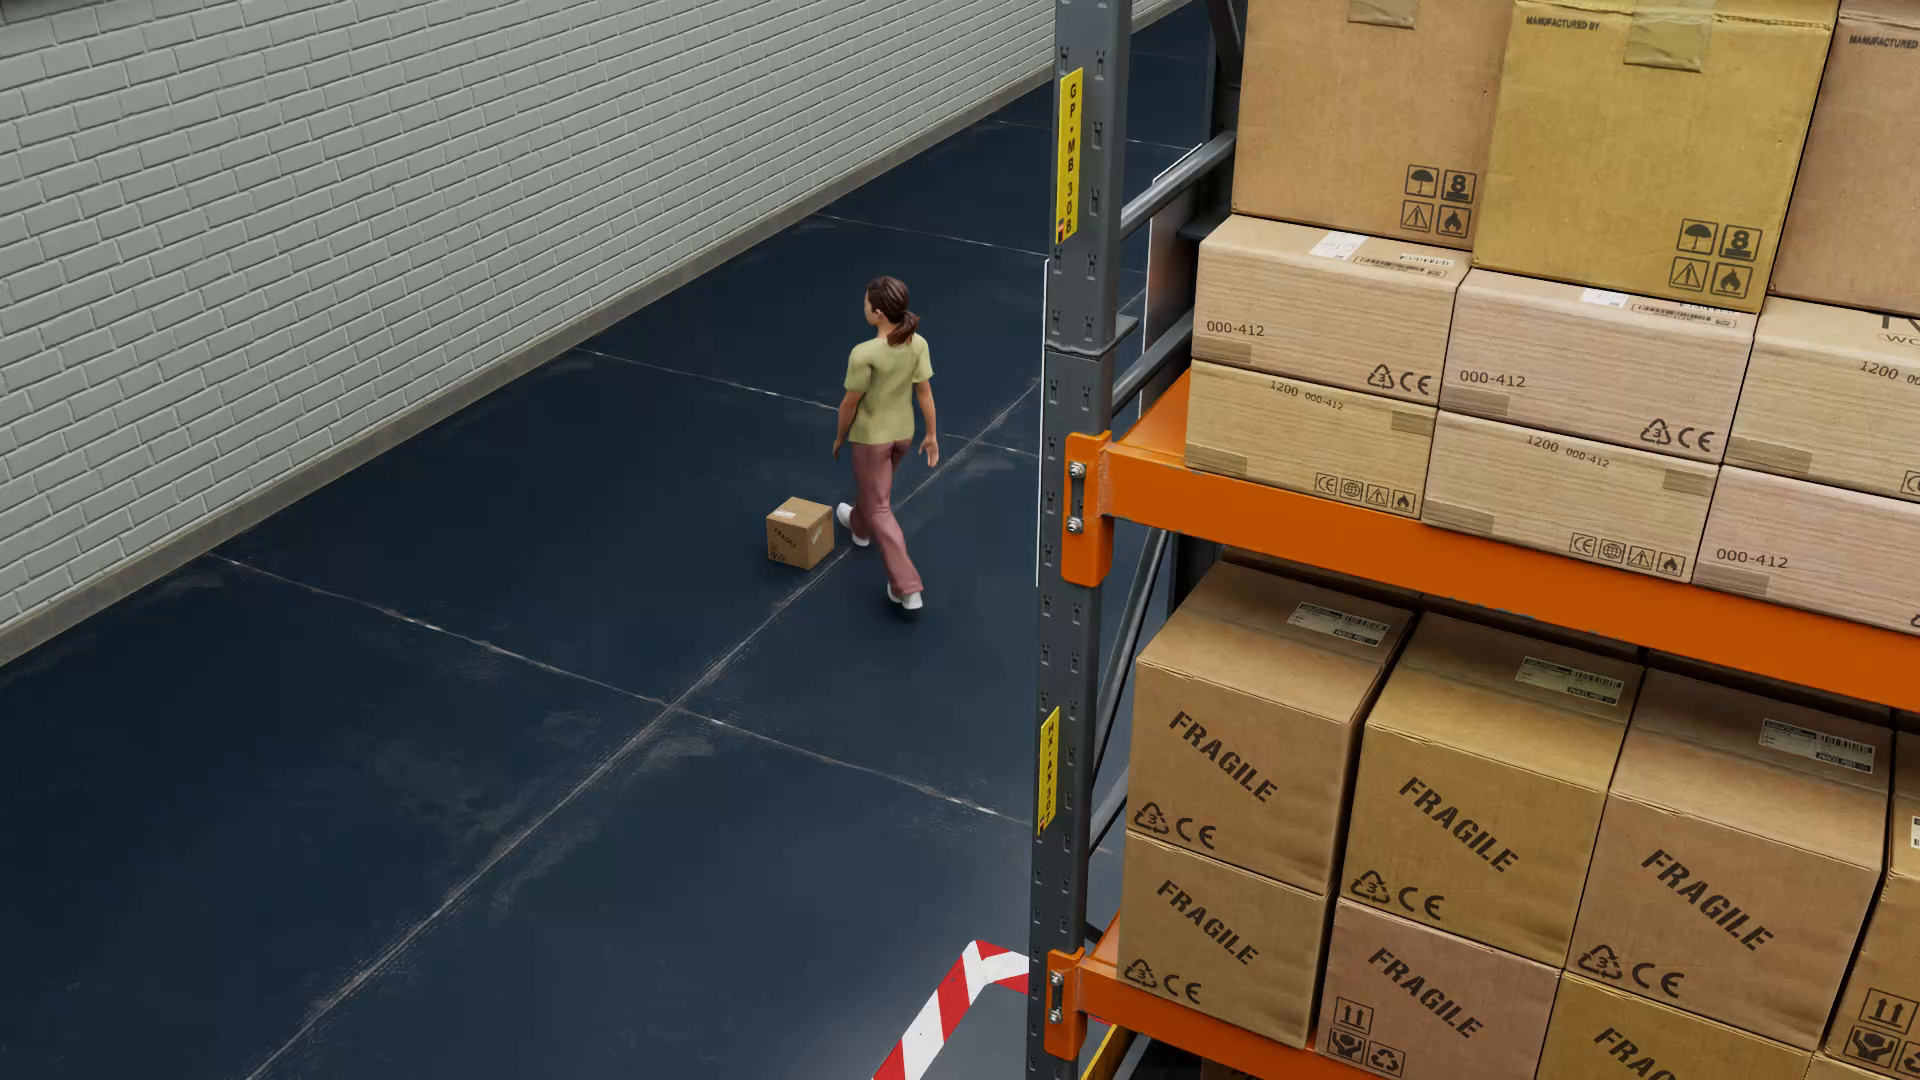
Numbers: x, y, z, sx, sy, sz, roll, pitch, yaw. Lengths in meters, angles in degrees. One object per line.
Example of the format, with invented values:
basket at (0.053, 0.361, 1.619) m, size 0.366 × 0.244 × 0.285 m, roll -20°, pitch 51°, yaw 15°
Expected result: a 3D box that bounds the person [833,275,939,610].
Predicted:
person at (-0.426, -0.539, 8.098) m, size 0.461 × 1.610 × 1.041 m, roll -22°, pitch 37°, yaw -33°
